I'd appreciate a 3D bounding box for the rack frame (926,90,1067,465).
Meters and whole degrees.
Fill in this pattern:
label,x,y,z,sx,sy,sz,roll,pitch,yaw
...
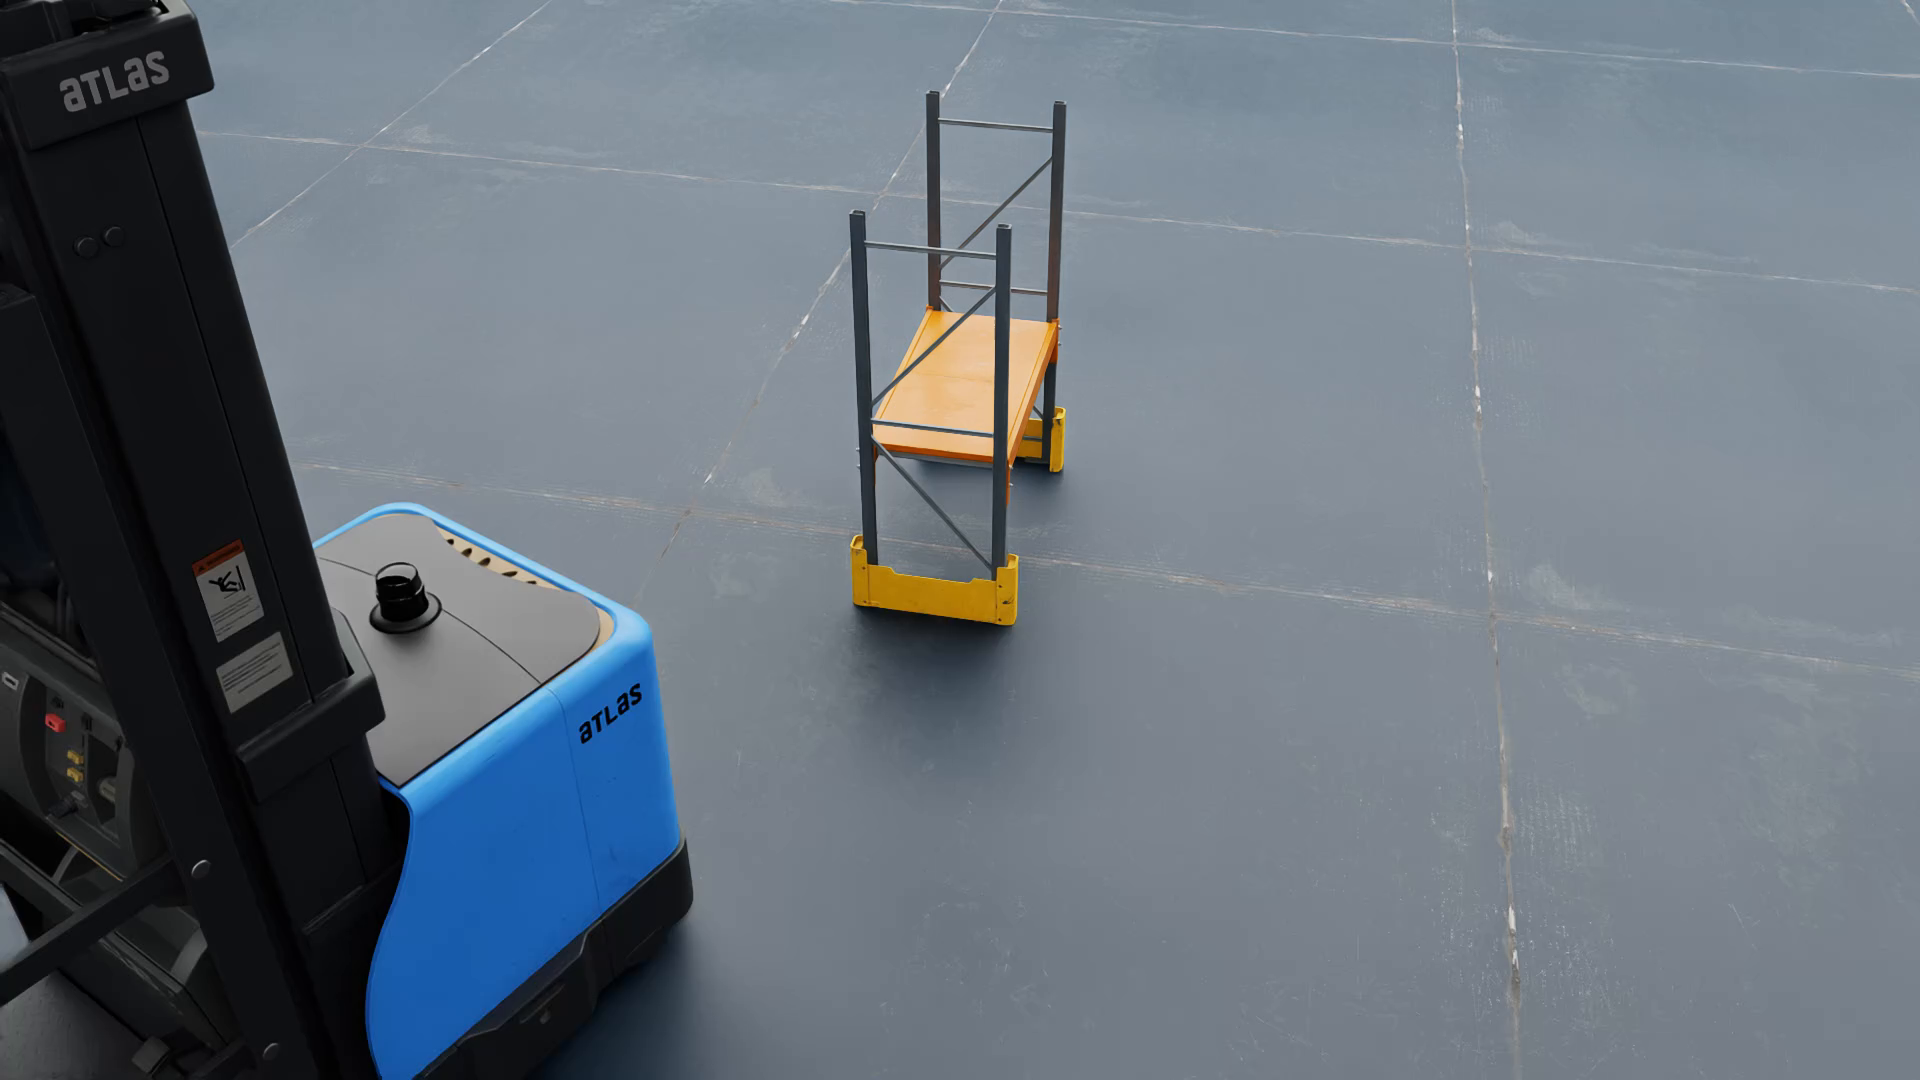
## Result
label,x,y,z,sx,sy,sz,roll,pitch,yaw
rack frame,0.127,-0.948,6.279,0.500,1.500,0.032,7,37,10

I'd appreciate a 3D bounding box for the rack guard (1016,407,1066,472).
label,x,y,z,sx,sy,sz,roll,pitch,yaw
rack guard,0.123,-0.430,6.631,0.587,0.250,0.087,7,37,10

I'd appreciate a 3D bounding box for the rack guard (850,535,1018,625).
label,x,y,z,sx,sy,sz,roll,pitch,yaw
rack guard,-0.090,0.141,5.843,0.587,0.250,0.087,7,37,10

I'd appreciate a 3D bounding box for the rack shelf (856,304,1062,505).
label,x,y,z,sx,sy,sz,roll,pitch,yaw
rack shelf,0.018,-0.511,5.983,0.538,0.185,1.000,7,37,10

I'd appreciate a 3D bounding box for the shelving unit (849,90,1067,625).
label,x,y,z,sx,sy,sz,roll,pitch,yaw
shelving unit,0.016,-0.651,5.870,0.587,1.500,1.083,7,37,10

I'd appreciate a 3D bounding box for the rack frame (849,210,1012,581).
label,x,y,z,sx,sy,sz,roll,pitch,yaw
rack frame,-0.090,-0.365,5.475,0.500,1.500,0.032,7,37,10

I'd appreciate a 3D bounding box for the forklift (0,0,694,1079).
label,x,y,z,sx,sy,sz,roll,pitch,yaw
forklift,-2.022,0.421,3.171,1.130,2.935,3.031,23,42,28
